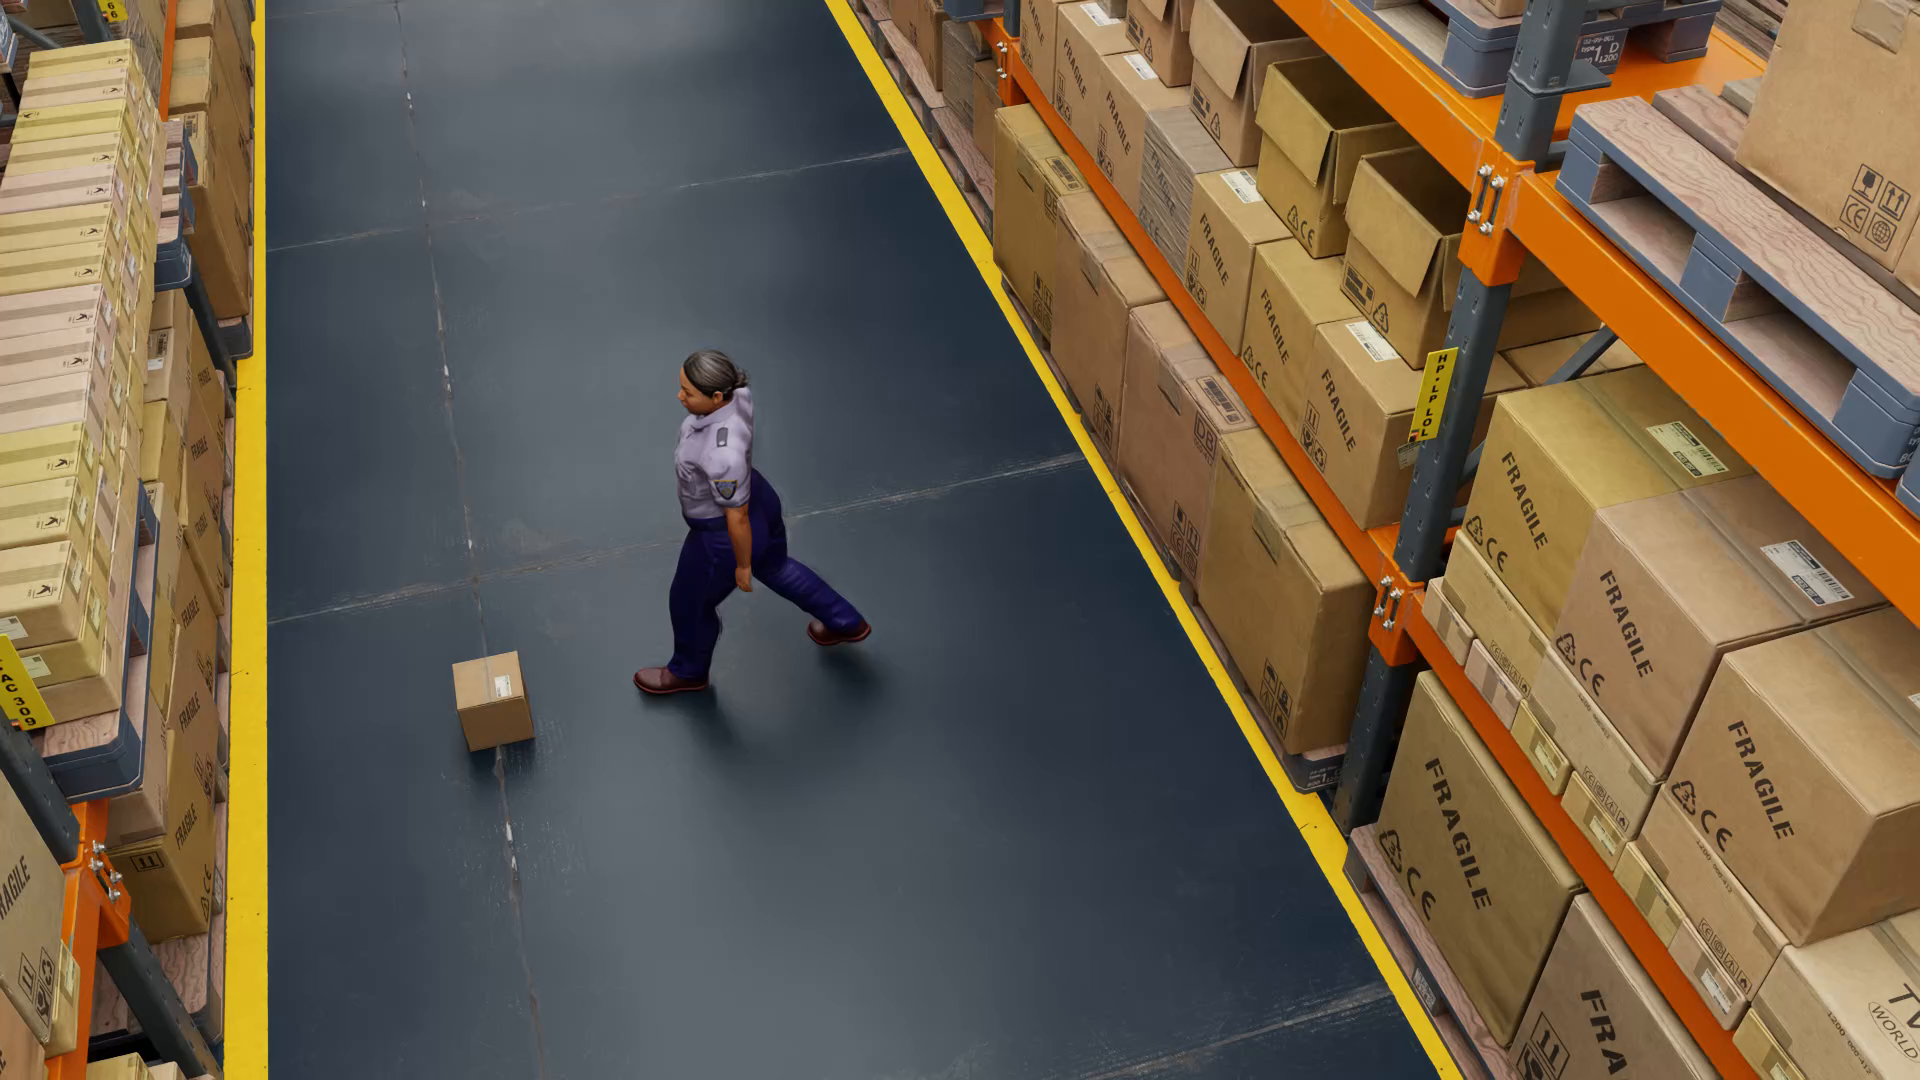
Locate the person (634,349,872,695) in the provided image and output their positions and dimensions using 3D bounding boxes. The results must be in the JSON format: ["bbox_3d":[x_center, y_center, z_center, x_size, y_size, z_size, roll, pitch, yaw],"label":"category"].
[{"bbox_3d":[-0.835,-0.061,6.233,0.934,1.620,0.475,4,43,4],"label":"person"}]
